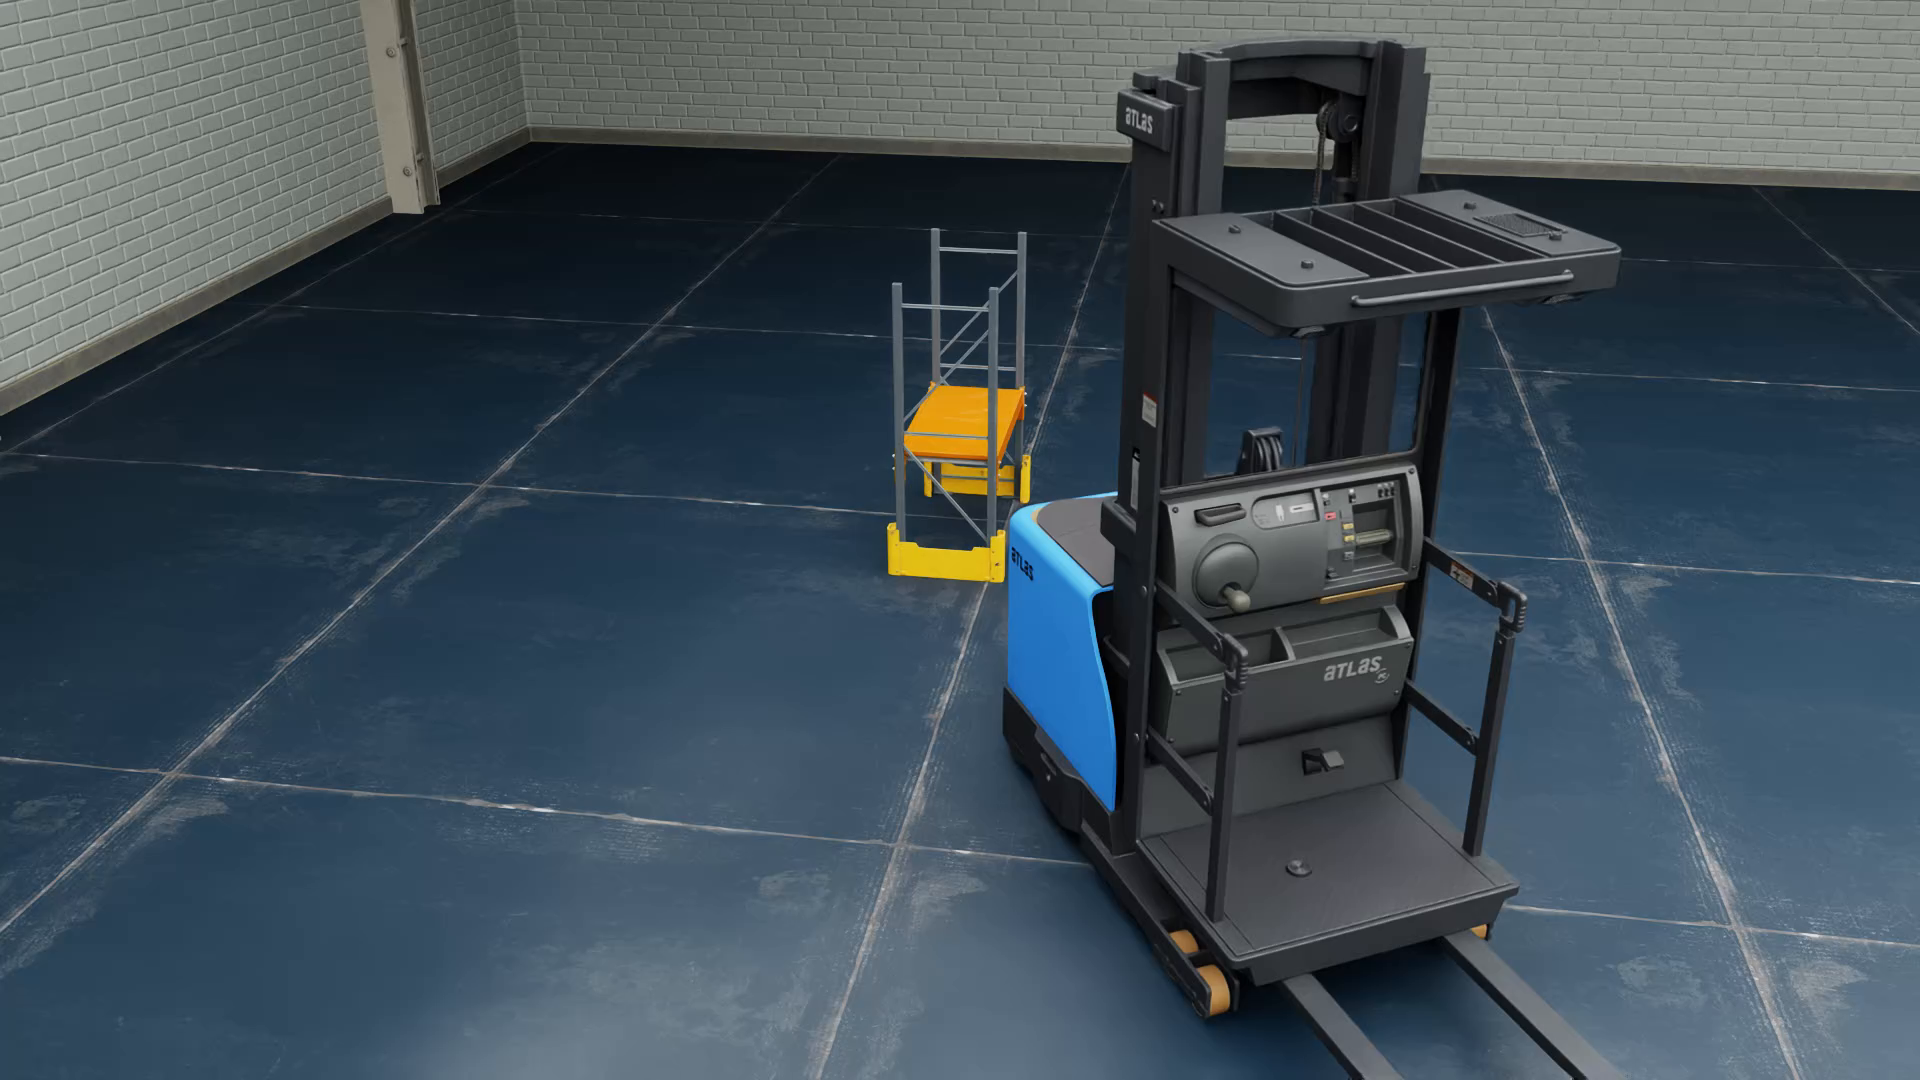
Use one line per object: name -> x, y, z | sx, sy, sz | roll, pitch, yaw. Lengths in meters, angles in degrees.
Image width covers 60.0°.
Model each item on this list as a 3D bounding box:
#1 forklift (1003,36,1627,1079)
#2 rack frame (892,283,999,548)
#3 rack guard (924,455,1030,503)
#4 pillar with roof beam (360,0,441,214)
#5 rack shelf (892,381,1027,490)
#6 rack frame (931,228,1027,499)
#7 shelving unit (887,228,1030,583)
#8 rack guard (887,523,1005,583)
forklift -> 1.177, 0.027, 5.234 | 1.130, 2.935, 3.031 | -9, 27, -19
rack frame -> -0.069, -0.502, 8.054 | 0.500, 1.500, 0.032 | 4, 25, 9
rack guard -> 0.094, -0.353, 9.210 | 0.587, 0.250, 0.087 | 4, 25, 9
pillar with roof beam -> -0.748, -6.825, 12.715 | 9.100, 9.000, 0.400 | 4, 25, 9
rack shelf -> 0.014, -0.552, 8.585 | 0.538, 0.185, 1.000 | 4, 25, 9
rack frame -> 0.097, -0.928, 8.962 | 0.500, 1.500, 0.032 | 4, 25, 9
shelving unit -> 0.012, -0.711, 8.500 | 0.587, 1.500, 1.083 | 4, 25, 9
rack guard -> -0.069, 0.063, 8.320 | 0.587, 0.250, 0.087 | 4, 25, 9
